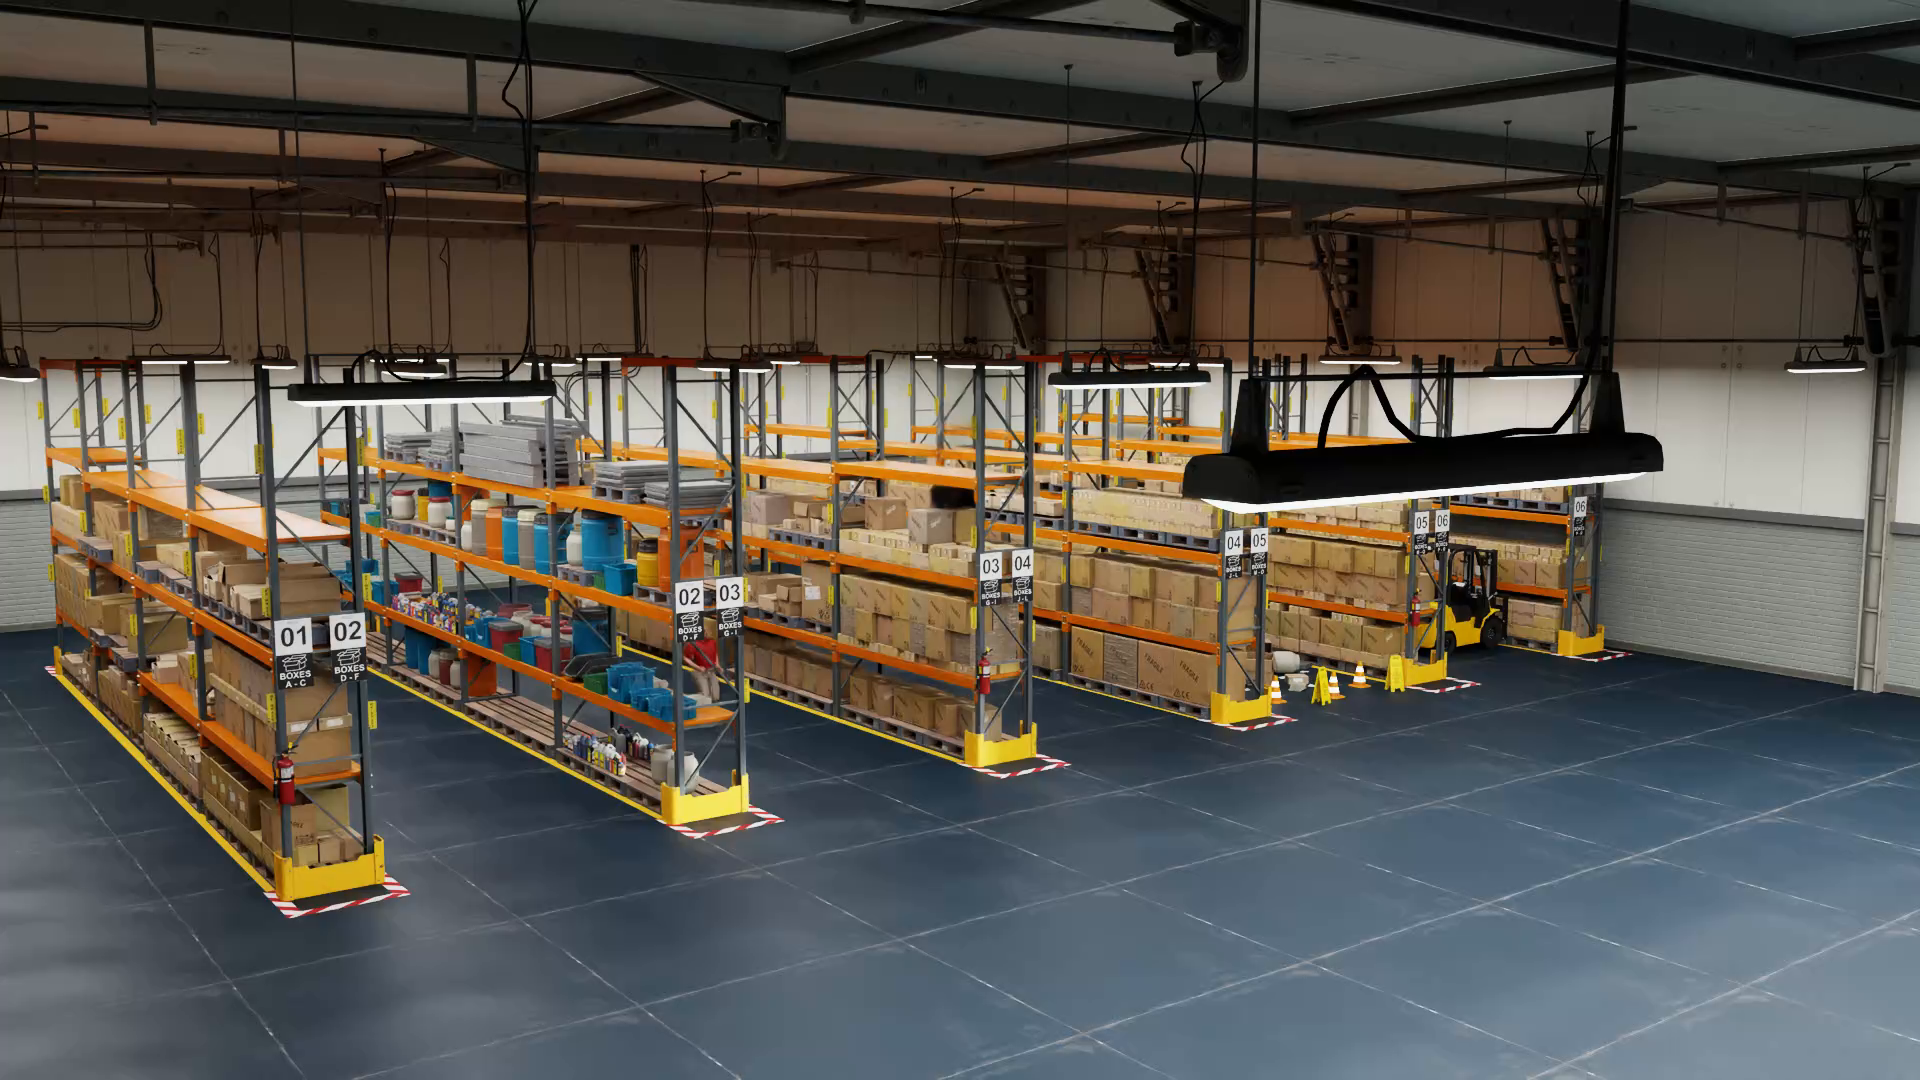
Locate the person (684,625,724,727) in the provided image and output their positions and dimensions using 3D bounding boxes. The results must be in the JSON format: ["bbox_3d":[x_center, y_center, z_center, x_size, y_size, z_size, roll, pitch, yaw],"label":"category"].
[{"bbox_3d":[-4.226,2.223,27.407,0.665,1.688,0.578,-6,9,-42],"label":"person"}]

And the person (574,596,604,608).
[{"bbox_3d":[-7.401,1.508,33.402,0.544,1.636,0.663,-6,9,-40],"label":"person"}]
